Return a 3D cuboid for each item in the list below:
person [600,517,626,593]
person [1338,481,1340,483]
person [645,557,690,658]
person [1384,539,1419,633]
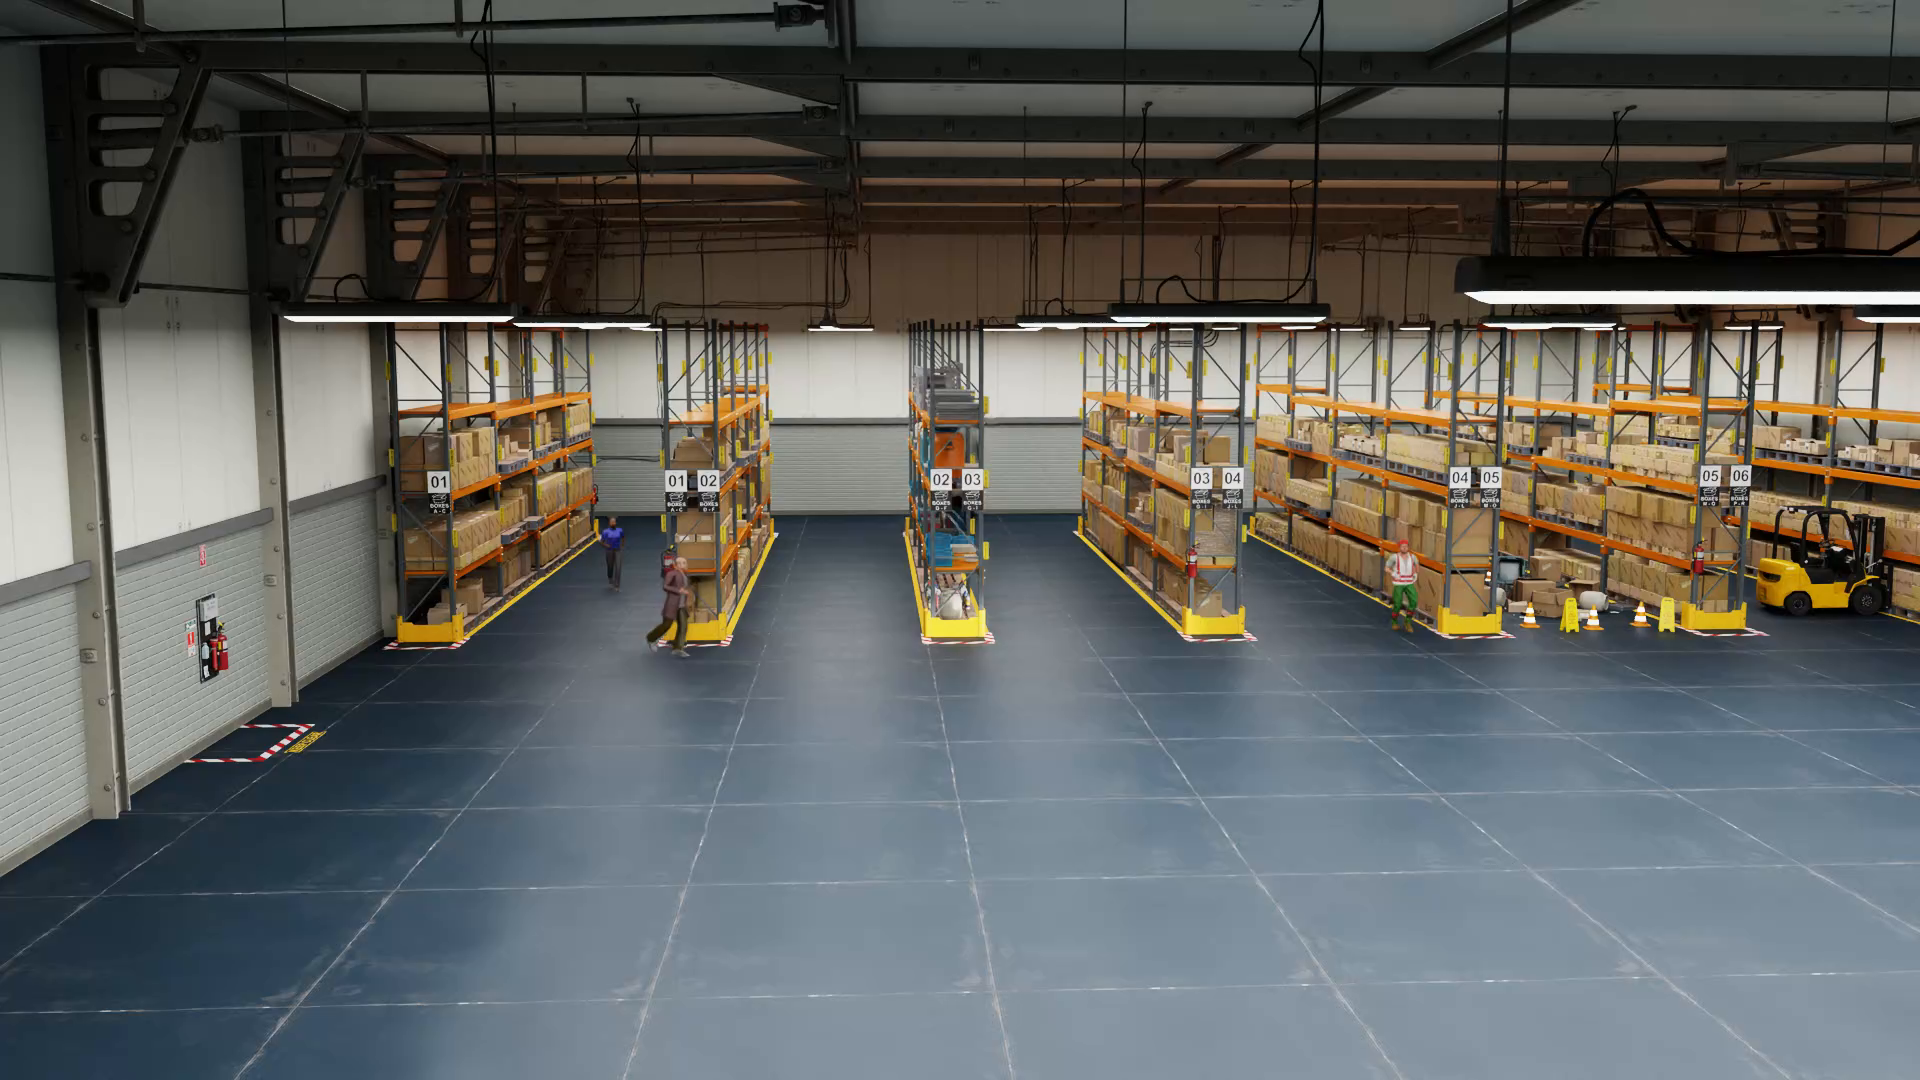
[{"bbox_3d":[-7.742,0.311,37.185,0.580,1.653,0.904,-2,7,-17],"label":"person"},{"bbox_3d":[10.653,-0.821,46.387,0.594,1.671,0.555,-1,7,-6],"label":"person"},{"bbox_3d":[-5.100,1.177,29.882,1.013,1.747,0.716,5,8,33],"label":"person"},{"bbox_3d":[8.557,0.880,32.069,0.721,1.794,0.605,-1,7,-7],"label":"person"}]
